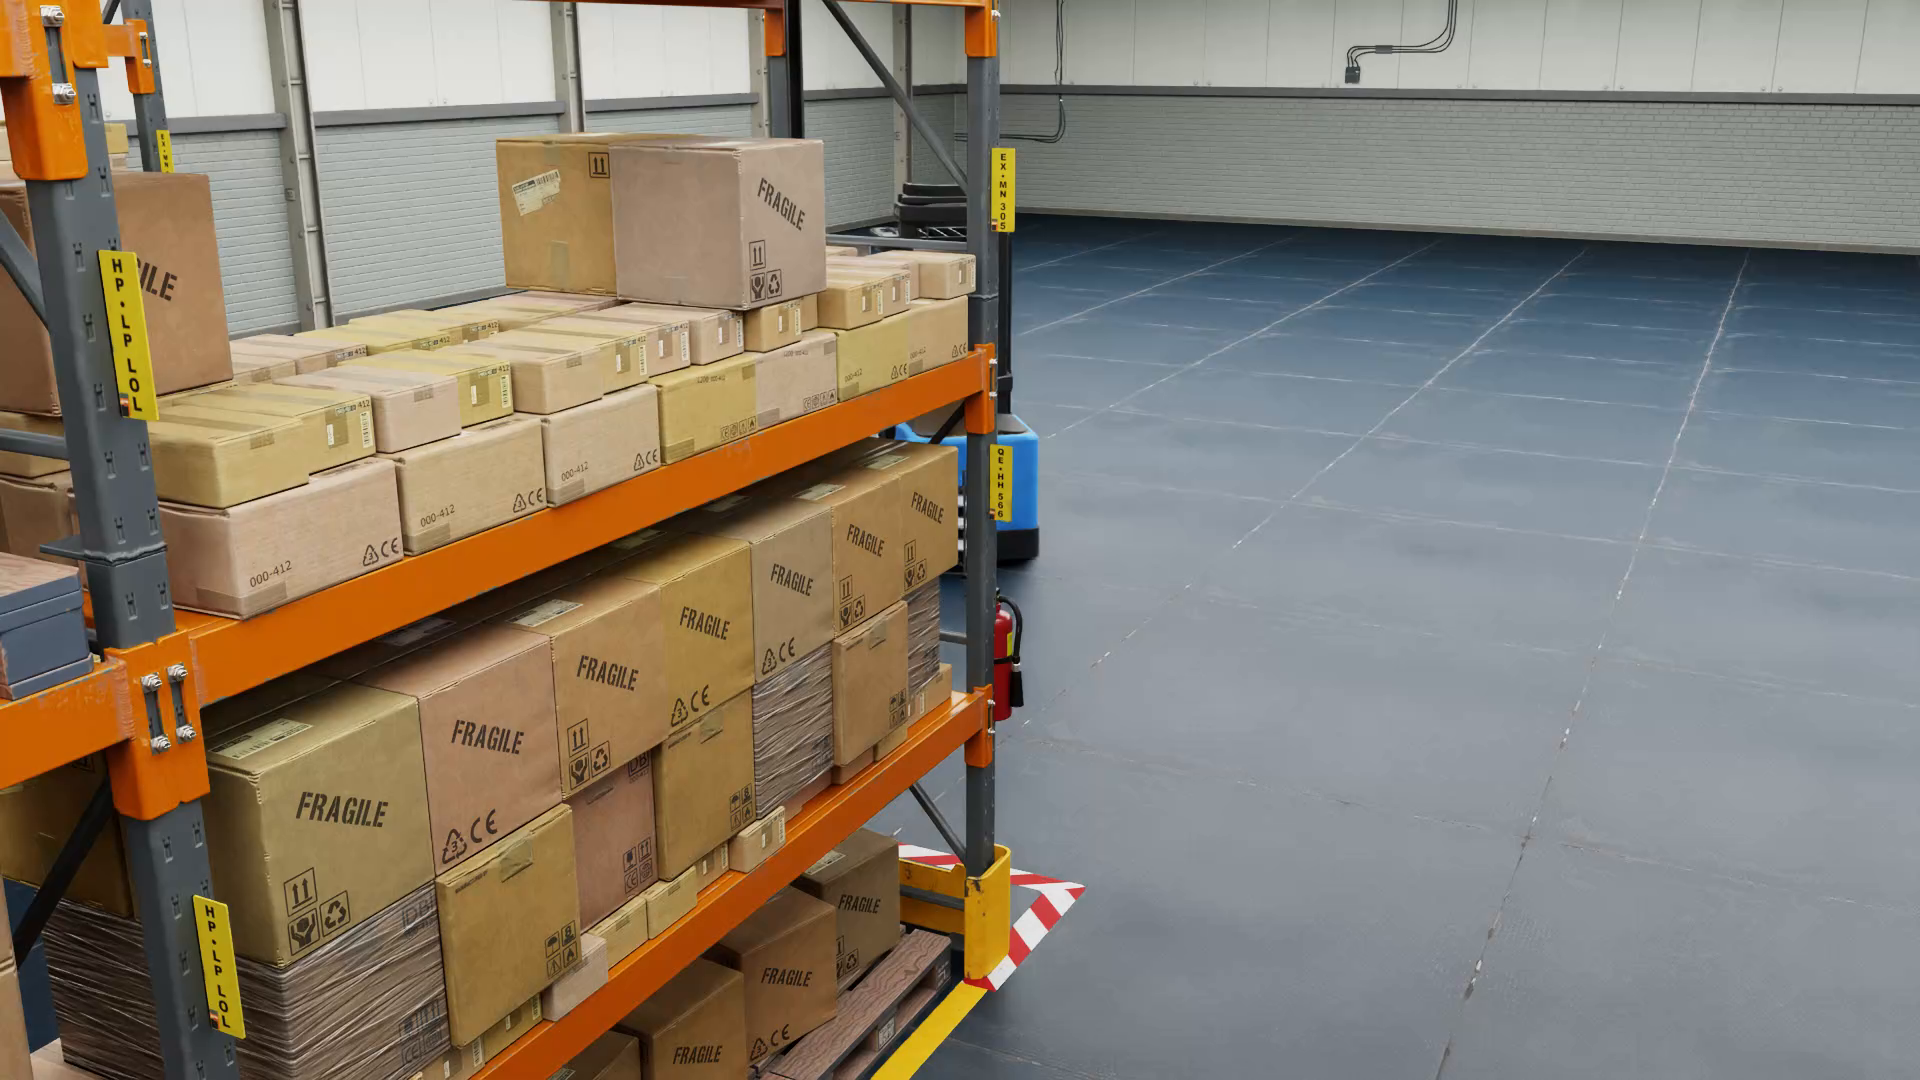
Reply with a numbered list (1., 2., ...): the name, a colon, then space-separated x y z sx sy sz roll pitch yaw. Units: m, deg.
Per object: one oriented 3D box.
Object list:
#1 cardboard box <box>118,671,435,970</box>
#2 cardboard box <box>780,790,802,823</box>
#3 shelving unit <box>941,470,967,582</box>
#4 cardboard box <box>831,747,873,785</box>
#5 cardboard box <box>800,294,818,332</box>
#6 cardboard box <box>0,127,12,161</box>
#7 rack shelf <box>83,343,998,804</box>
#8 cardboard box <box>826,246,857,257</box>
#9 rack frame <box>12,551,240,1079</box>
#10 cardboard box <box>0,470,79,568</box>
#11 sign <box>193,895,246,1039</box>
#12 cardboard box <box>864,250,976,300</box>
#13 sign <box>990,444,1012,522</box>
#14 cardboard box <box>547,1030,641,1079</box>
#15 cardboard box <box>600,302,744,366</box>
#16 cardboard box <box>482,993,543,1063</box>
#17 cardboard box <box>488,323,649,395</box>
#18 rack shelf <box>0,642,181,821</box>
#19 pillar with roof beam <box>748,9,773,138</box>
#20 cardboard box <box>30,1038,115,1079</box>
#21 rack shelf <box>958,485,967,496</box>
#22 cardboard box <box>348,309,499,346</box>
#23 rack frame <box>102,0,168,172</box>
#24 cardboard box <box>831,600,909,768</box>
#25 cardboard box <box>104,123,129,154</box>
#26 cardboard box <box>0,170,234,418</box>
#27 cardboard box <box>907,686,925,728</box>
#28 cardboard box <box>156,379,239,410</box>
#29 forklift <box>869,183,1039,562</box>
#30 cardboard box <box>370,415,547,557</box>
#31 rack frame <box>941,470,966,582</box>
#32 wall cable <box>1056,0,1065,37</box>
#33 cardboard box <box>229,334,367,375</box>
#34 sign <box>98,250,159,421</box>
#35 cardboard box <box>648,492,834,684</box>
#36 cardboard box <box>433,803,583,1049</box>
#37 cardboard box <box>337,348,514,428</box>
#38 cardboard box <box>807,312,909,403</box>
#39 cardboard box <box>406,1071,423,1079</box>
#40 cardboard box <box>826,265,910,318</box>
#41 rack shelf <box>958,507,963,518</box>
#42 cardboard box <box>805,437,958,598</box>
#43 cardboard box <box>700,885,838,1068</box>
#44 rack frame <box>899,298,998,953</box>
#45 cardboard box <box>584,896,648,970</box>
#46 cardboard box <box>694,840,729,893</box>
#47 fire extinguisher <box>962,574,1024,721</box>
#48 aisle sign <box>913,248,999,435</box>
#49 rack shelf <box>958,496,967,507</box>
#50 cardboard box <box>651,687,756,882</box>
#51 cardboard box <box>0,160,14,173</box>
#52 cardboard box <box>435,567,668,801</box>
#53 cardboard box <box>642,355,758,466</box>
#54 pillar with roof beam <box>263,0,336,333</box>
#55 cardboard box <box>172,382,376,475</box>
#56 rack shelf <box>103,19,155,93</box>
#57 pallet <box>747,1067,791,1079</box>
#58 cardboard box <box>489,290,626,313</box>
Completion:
1. cardboard box: -1.674 0.660 4.081 0.500 0.500 0.500 8 18 25
2. cardboard box: -0.802 0.933 6.057 0.380 0.149 0.250 8 18 25
3. shelving unit: -0.057 -0.140 12.901 0.258 0.900 0.210 2 19 8
4. cardboard box: -0.562 0.808 6.478 0.380 0.149 0.250 8 18 25
5. cardboard box: -0.719 -0.805 5.760 0.380 0.149 0.250 8 18 26
6. cardboard box: -4.782 -1.955 8.198 0.380 0.149 0.250 8 19 26
7. rack shelf: -1.209 -0.191 5.393 1.077 0.370 4.000 8 18 25
8. cardboard box: -0.646 -1.123 6.833 0.380 0.149 0.250 8 18 25
9. rack frame: -2.103 1.412 4.003 1.000 3.000 0.127 8 18 25
10. cardboard box: -2.133 -0.104 4.100 0.500 0.250 0.500 9 19 27
11. sign: -1.605 0.926 3.603 0.100 0.325 0.005 8 18 25
12. cardboard box: -0.160 -1.054 6.599 0.380 0.149 0.250 8 18 25
13. sign: 0.172 -0.238 6.968 0.100 0.325 0.005 8 18 25
14. cardboard box: -1.432 1.997 5.685 0.500 0.500 0.500 6 18 20
15. cardboard box: -0.912 -0.659 5.271 0.380 0.149 0.250 7 18 23
16. cardboard box: -1.424 1.322 4.748 0.380 0.149 0.250 8 18 25
17. cardboard box: -1.133 -0.526 4.821 0.380 0.149 0.250 8 18 24
18. rack shelf: -2.997 0.828 1.963 1.077 0.370 4.000 8 18 25
19. pillar with roof beam: -0.165 -9.877 31.474 9.100 9.000 0.400 8 18 25
20. cardboard box: -2.270 1.440 4.349 0.380 0.149 0.250 8 18 25
21. rack shelf: -0.059 -0.364 12.824 0.258 0.077 0.200 2 19 8
22. cardboard box: -1.632 -0.601 5.075 0.380 0.149 0.250 9 19 28
23. rack frame: -4.708 -3.140 8.790 1.000 3.000 0.127 8 18 25
24. cardboard box: -0.702 0.482 6.436 0.875 0.500 0.500 8 18 25
25. cardboard box: -4.555 -2.084 8.631 0.380 0.149 0.250 8 18 26
26. cardboard box: -2.130 -0.603 3.943 0.500 0.500 0.500 8 18 24
27. cardboard box: -0.371 0.676 6.922 0.380 0.149 0.250 8 18 25
28. cardboard box: -2.015 -0.321 4.133 0.380 0.149 0.250 8 18 26
29. forklift: -0.161 -1.591 14.233 1.130 2.935 3.031 -3 17 -11
30. cardboard box: -1.441 -0.172 4.329 0.500 0.250 0.500 8 18 25
31. rack frame: -0.073 -0.108 12.806 0.240 0.900 0.006 2 19 8
32. wall cable: 3.584 -13.124 38.988 3.097 2.526 0.112 8 18 25
33. cardboard box: -1.880 -0.470 4.633 0.380 0.149 0.250 7 18 24
34. sign: -1.605 -0.393 3.211 0.100 0.325 0.005 8 18 25
35. cardboard box: -0.784 0.150 5.798 0.500 0.500 0.500 8 18 25
36. cardboard box: -1.592 0.992 4.719 0.875 0.500 0.500 8 18 25
37. cardboard box: -1.413 -0.400 4.397 0.380 0.149 0.250 9 19 27
38. cardboard box: -0.524 -0.690 6.076 0.500 0.250 0.500 8 18 26
39. cardboard box: -1.614 1.454 4.303 0.380 0.149 0.250 8 18 25
40. cardboard box: -0.406 -0.919 6.144 0.380 0.149 0.250 7 18 23
41. rack shelf: -0.058 -0.194 12.882 0.258 0.077 0.200 2 19 8
42. cardboard box: -0.340 -0.105 6.657 0.500 0.500 0.500 8 18 25
43. cardboard box: -0.846 1.703 6.674 0.500 0.500 0.500 14 22 40
44. rack frame: -0.316 0.393 7.433 1.000 3.000 0.127 8 18 25
45. cardboard box: -1.201 1.194 5.177 0.380 0.149 0.250 8 18 25
46. cardboard box: -1.008 1.063 5.620 0.380 0.149 0.250 8 18 25
47. fire extinguisher: 0.148 0.460 7.345 0.296 0.674 0.183 8 18 25
48. aisle sign: -0.020 -0.831 6.988 0.394 0.787 0.004 8 18 25
49. rack shelf: -0.058 -0.279 12.853 0.258 0.077 0.200 2 19 8
50. cardboard box: -1.198 0.729 5.602 0.875 0.500 0.500 8 18 25
51. cardboard box: -4.901 -1.734 8.154 0.500 0.250 0.500 8 18 25
52. cardboard box: -1.228 0.405 4.939 0.500 0.500 0.500 8 18 25
53. cardboard box: -0.981 -0.432 5.206 0.500 0.250 0.500 8 18 24
54. pillar with roof beam: -5.528 -6.820 21.183 9.100 9.000 0.400 8 18 25
55. cardboard box: -1.624 -0.265 3.944 0.380 0.149 0.250 7 18 23
56. rack shelf: -5.601 -2.094 7.234 1.077 0.370 4.000 8 18 25
57. pallet: -1.291 2.261 6.041 1.003 0.211 1.213 8 18 25
58. cardboard box: -1.327 -0.727 5.499 0.380 0.149 0.250 8 18 25
